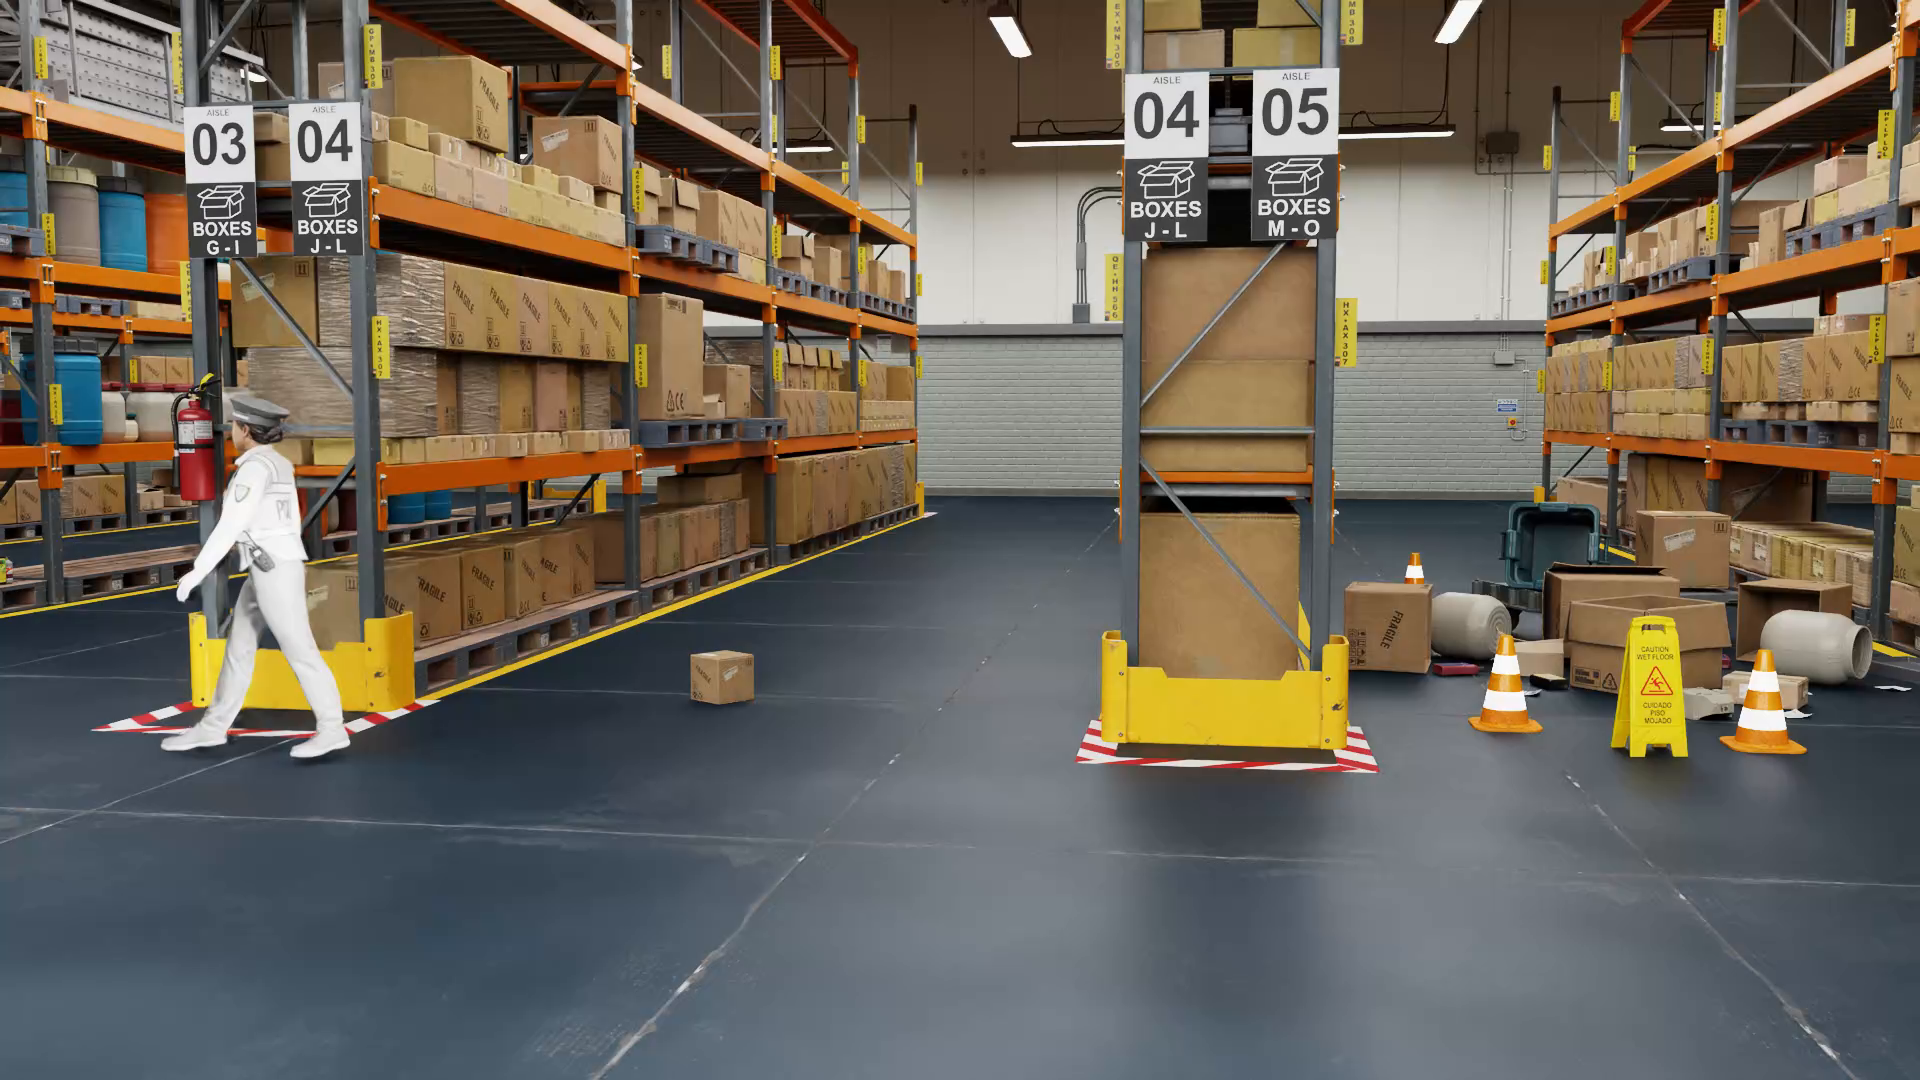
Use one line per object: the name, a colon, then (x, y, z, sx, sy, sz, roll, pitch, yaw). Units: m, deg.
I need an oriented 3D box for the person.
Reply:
person: (-3.262, 0.156, 7.633, 0.837, 1.648, 0.531, -1, 5, -16)
